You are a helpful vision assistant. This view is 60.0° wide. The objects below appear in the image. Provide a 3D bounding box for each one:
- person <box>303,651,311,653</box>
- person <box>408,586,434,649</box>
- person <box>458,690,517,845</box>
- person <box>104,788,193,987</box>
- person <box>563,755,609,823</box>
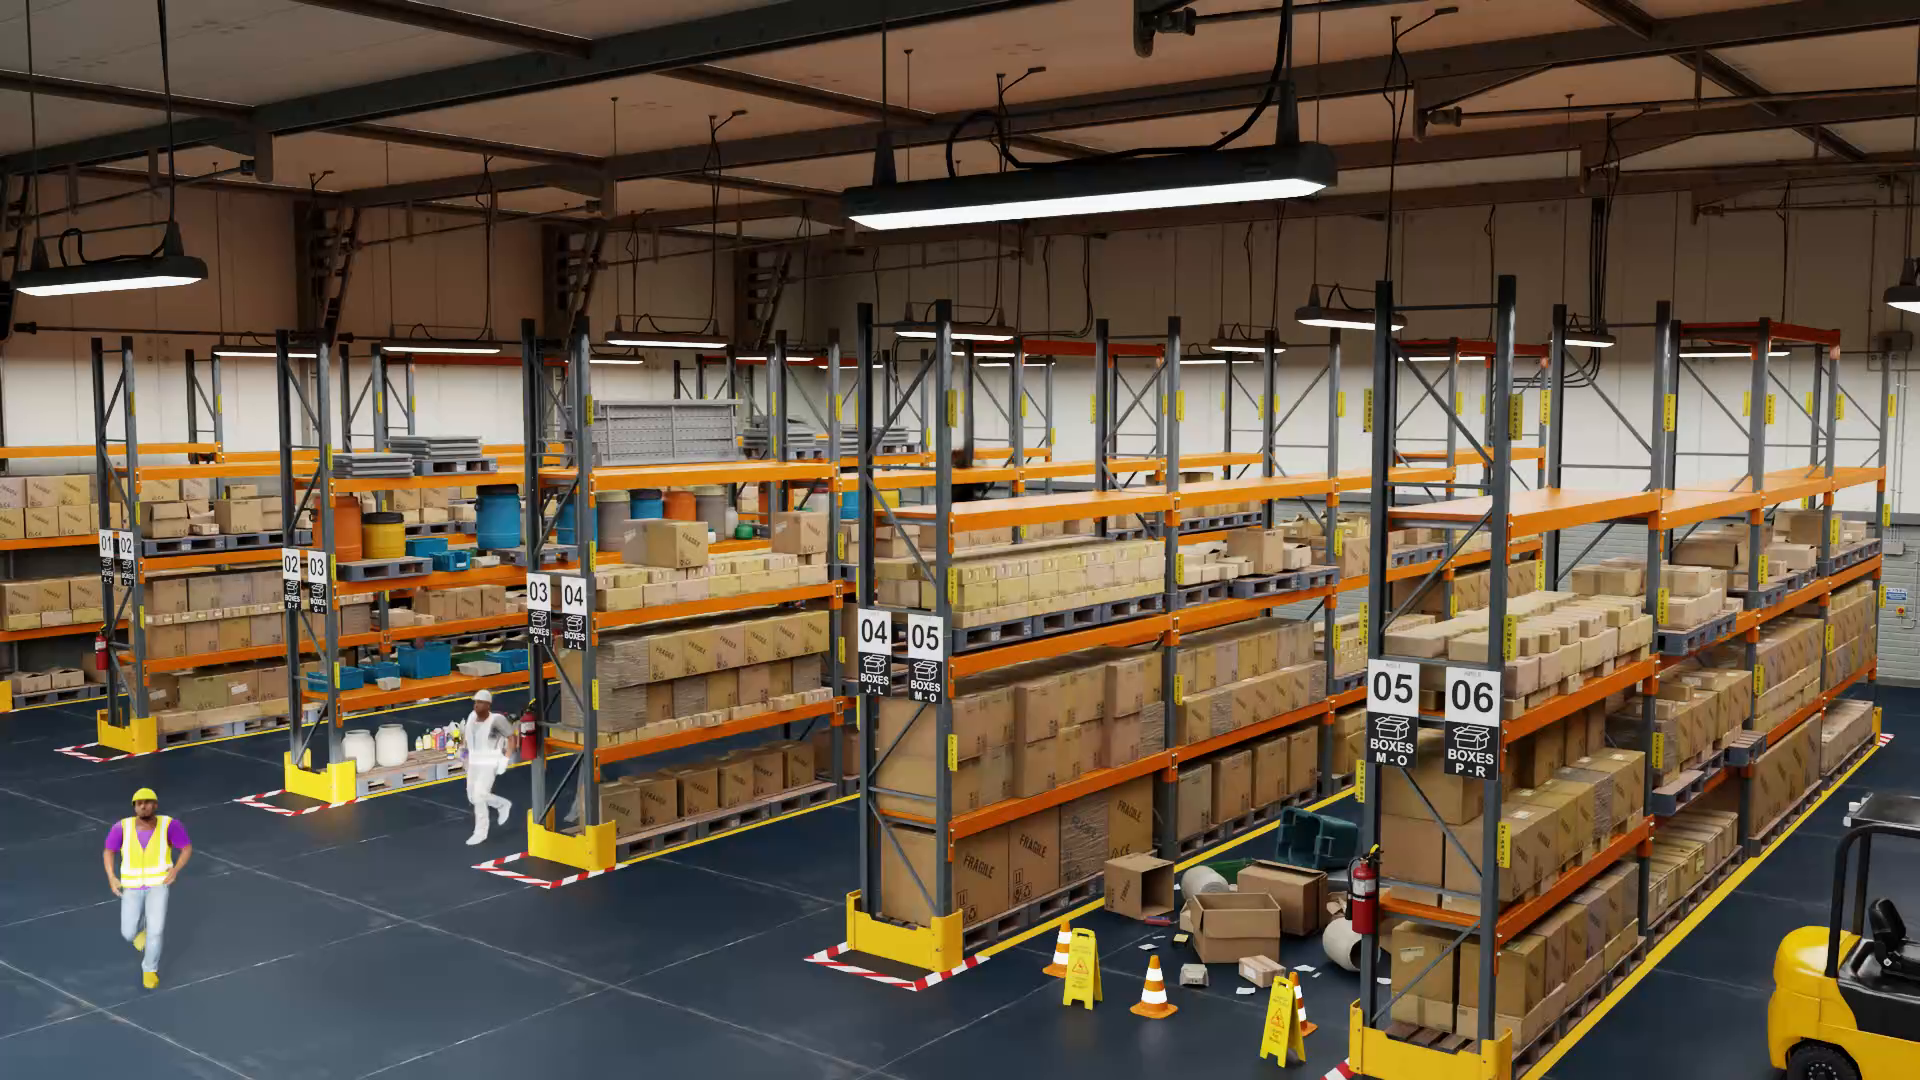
[{"bbox_3d":[-11.204,1.901,28.386,0.557,1.598,0.930,4,7,41],"label":"person"},{"bbox_3d":[-9.987,1.621,31.204,0.581,1.715,0.880,3,6,32],"label":"person"},{"bbox_3d":[-5.513,2.618,19.403,0.720,1.768,0.722,3,6,33],"label":"person"},{"bbox_3d":[-7.198,3.039,14.754,0.721,1.719,0.659,-1,5,-16],"label":"person"},{"bbox_3d":[-4.565,2.540,20.461,0.625,1.707,0.934,3,6,33],"label":"person"}]
